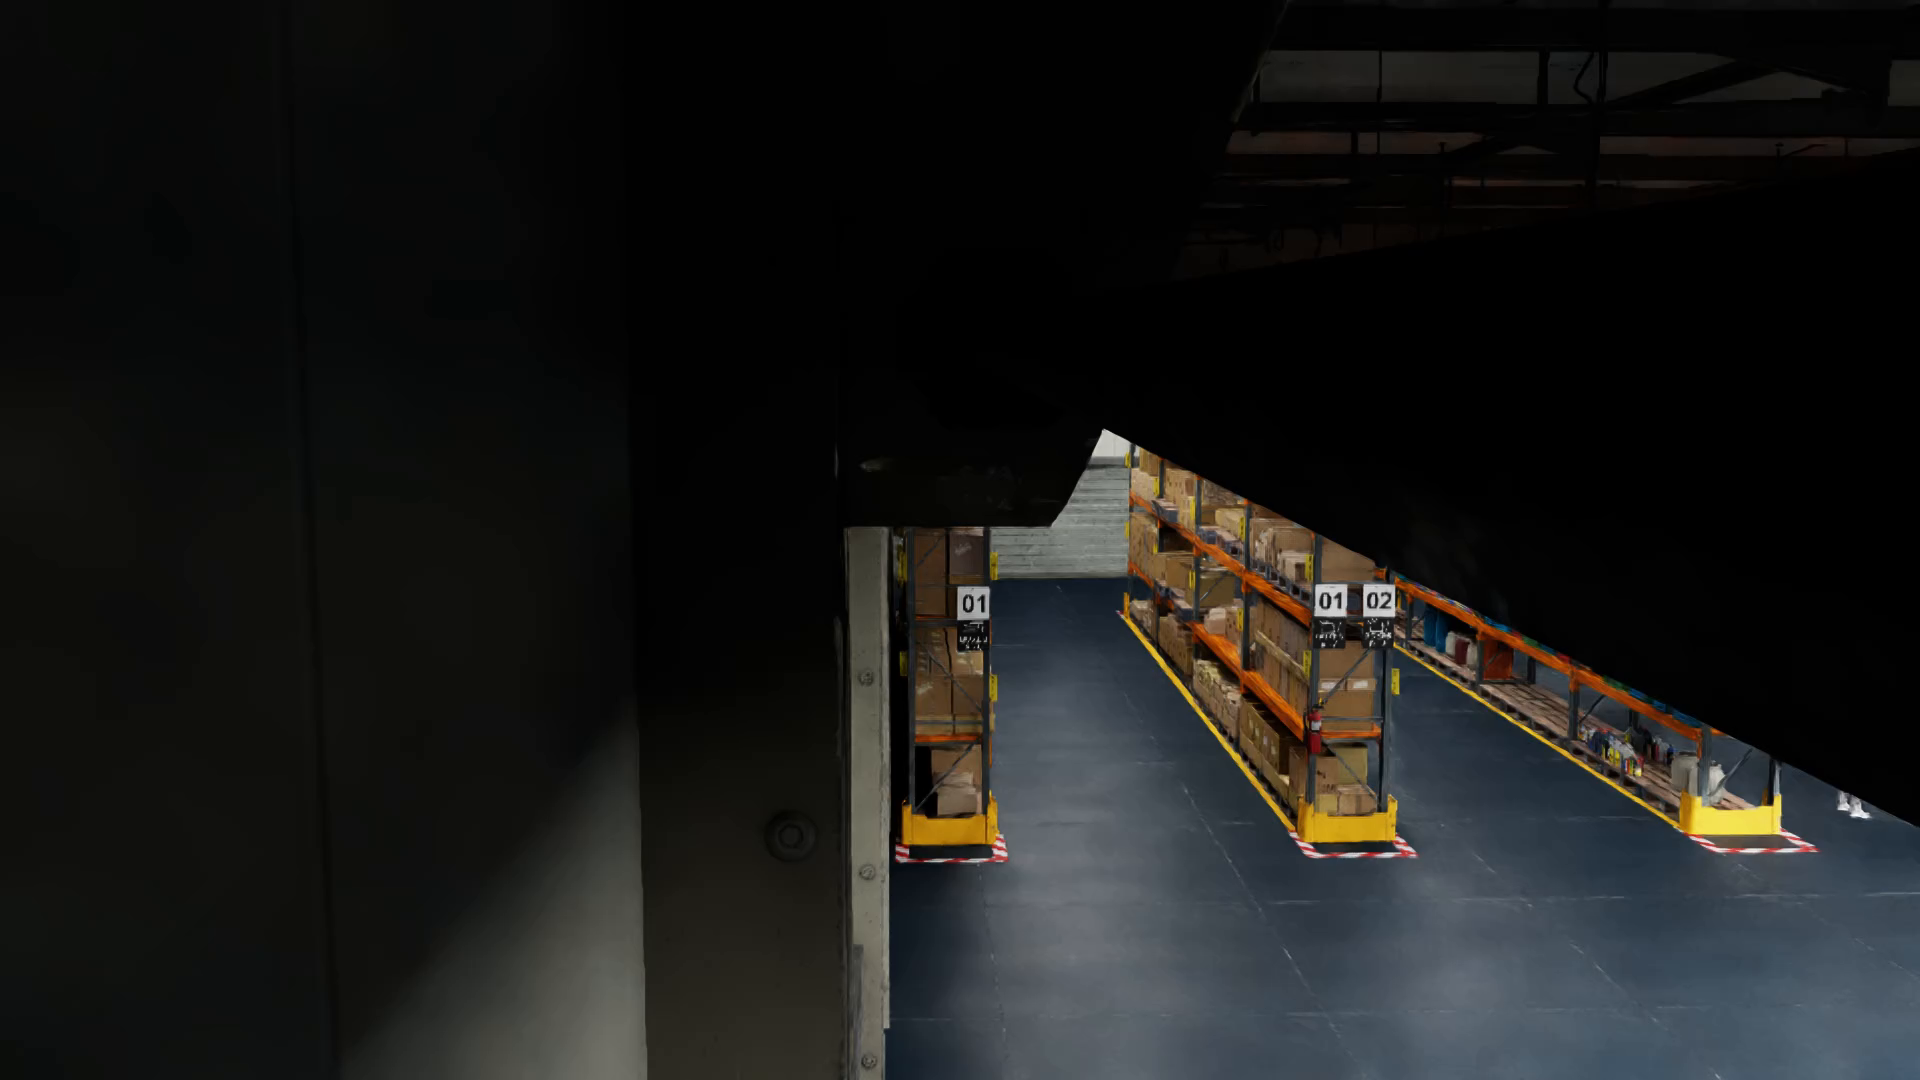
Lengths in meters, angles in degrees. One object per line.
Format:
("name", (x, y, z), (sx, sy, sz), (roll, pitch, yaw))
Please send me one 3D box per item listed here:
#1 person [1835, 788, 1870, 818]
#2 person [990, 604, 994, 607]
("person", (11.606, 2.775, 21.552), (0.399, 1.601, 0.469), (-5, 9, -33))
("person", (0.330, 0.740, 37.602), (0.660, 1.556, 0.811), (-3, 8, -20))
